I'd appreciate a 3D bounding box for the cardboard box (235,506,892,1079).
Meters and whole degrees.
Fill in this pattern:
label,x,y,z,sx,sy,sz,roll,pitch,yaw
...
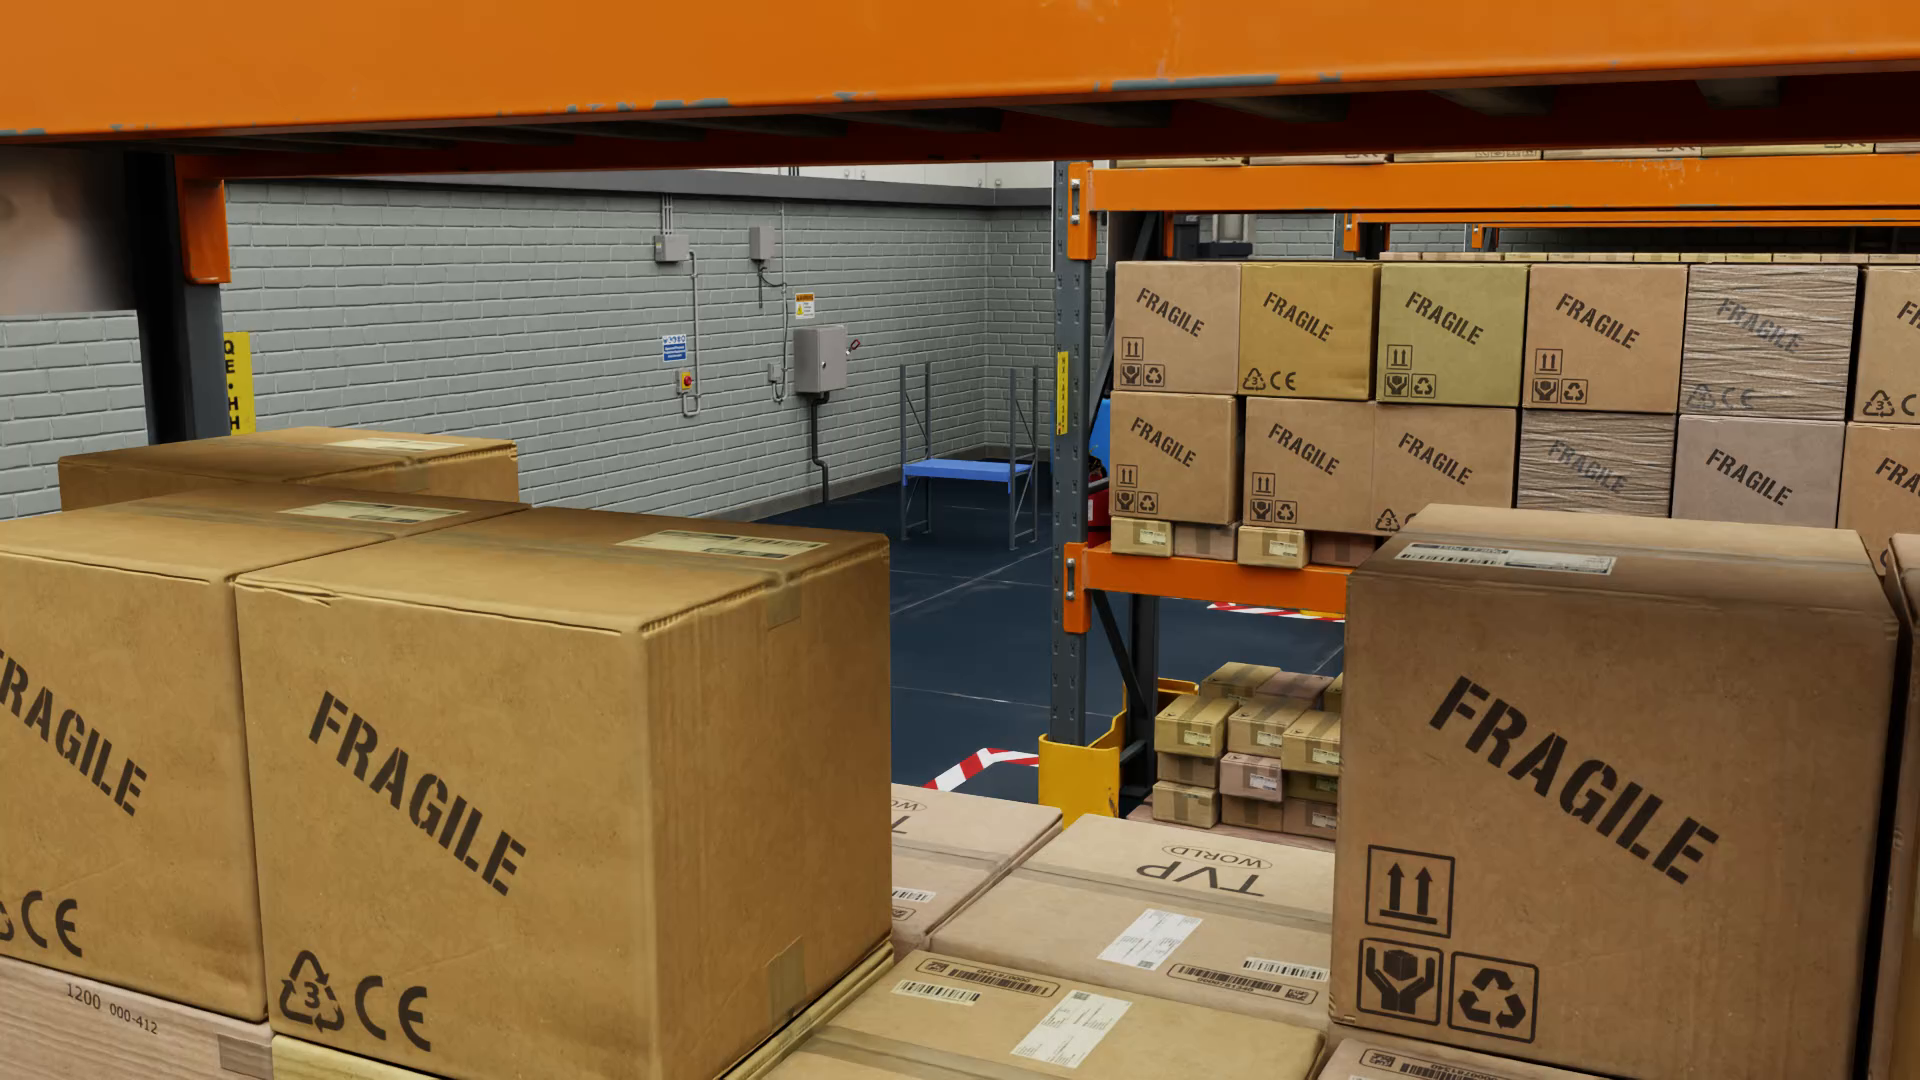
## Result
label,x,y,z,sx,sy,sz,roll,pitch,yaw
cardboard box,-0.410,0.260,1.853,0.500,0.500,0.500,5,11,24

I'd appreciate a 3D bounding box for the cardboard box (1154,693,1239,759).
label,x,y,z,sx,sy,sz,roll,pitch,yaw
cardboard box,0.968,0.756,6.786,0.250,0.149,0.380,4,11,23

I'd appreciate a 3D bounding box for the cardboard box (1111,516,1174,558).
label,x,y,z,sx,sy,sz,roll,pitch,yaw
cardboard box,0.794,-0.042,6.743,0.250,0.149,0.380,5,11,25

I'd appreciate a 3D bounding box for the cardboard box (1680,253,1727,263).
label,x,y,z,sx,sy,sz,roll,pitch,yaw
cardboard box,4.573,-1.688,10.225,0.250,0.149,0.380,5,11,26

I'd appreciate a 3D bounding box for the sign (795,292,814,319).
label,x,y,z,sx,sy,sz,roll,pitch,yaw
sign,-1.469,-2.220,15.755,0.001,0.242,0.339,5,11,26

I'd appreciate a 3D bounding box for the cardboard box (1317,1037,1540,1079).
label,x,y,z,sx,sy,sz,roll,pitch,yaw
cardboard box,0.515,0.710,1.469,0.500,0.250,0.500,5,12,27

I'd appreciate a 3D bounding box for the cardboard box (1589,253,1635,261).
label,x,y,z,sx,sy,sz,roll,pitch,yaw
cardboard box,4.101,-1.725,10.430,0.250,0.149,0.380,5,11,26

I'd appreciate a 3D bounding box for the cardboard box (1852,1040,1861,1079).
label,x,y,z,sx,sy,sz,roll,pitch,yaw
cardboard box,1.201,0.665,1.720,0.500,0.250,0.500,5,11,26

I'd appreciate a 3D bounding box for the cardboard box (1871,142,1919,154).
label,x,y,z,sx,sy,sz,roll,pitch,yaw
cardboard box,3.233,-1.367,5.358,0.500,0.250,0.500,5,11,26

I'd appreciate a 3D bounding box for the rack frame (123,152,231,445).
label,x,y,z,sx,sy,sz,roll,pitch,yaw
rack frame,-1.635,0.541,2.821,0.053,2.616,0.949,5,11,26

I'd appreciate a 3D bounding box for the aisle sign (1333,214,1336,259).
label,x,y,z,sx,sy,sz,roll,pitch,yaw
aisle sign,2.555,-2.280,11.107,0.004,0.787,0.394,5,11,26

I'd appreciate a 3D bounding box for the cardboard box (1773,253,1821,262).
label,x,y,z,sx,sy,sz,roll,pitch,yaw
cardboard box,5.035,-1.651,10.018,0.250,0.149,0.380,5,11,25

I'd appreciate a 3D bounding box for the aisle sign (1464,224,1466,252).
label,x,y,z,sx,sy,sz,roll,pitch,yaw
aisle sign,4.750,-3.072,15.484,0.004,0.787,0.394,5,11,26

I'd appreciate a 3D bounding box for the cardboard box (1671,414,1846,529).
label,x,y,z,sx,sy,sz,roll,pitch,yaw
cardboard box,2.766,-0.197,5.780,0.500,0.500,0.500,5,11,26

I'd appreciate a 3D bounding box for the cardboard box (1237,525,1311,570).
label,x,y,z,sx,sy,sz,roll,pitch,yaw
cardboard box,1.258,0.002,6.504,0.250,0.149,0.380,5,11,24

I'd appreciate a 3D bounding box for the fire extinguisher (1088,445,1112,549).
label,x,y,z,sx,sy,sz,roll,pitch,yaw
fire extinguisher,0.627,-0.115,7.708,0.183,0.674,0.296,5,11,26

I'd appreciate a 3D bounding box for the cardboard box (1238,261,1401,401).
label,x,y,z,sx,sy,sz,roll,pitch,yaw
cardboard box,1.389,-0.814,6.382,0.500,0.500,0.500,5,12,27

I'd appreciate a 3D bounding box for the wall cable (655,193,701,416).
label,x,y,z,sx,sy,sz,roll,pitch,yaw
wall cable,-2.319,-1.998,13.904,0.123,1.953,0.585,5,11,26

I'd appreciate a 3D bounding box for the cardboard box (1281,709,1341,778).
label,x,y,z,sx,sy,sz,roll,pitch,yaw
cardboard box,1.438,0.799,6.550,0.250,0.149,0.380,5,11,26

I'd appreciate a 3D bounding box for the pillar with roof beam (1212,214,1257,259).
label,x,y,z,sx,sy,sz,roll,pitch,yaw
pillar with roof beam,1.017,-4.456,13.581,0.400,9.000,9.100,5,11,26

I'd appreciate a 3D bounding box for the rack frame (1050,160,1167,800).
label,x,y,z,sx,sy,sz,roll,pitch,yaw
rack frame,0.648,-0.243,7.151,0.127,3.000,1.000,5,11,26

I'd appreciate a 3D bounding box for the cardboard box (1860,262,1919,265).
label,x,y,z,sx,sy,sz,roll,pitch,yaw
cardboard box,3.467,-0.728,5.908,0.500,0.500,0.500,5,11,24

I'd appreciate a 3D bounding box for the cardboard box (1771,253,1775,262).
label,x,y,z,sx,sy,sz,roll,pitch,yaw
cardboard box,5.261,-1.739,10.507,0.250,0.149,0.380,5,11,24

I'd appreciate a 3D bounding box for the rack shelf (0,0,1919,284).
label,x,y,z,sx,sy,sz,roll,pitch,yaw
rack shelf,0.157,-0.423,1.744,4.000,0.370,1.077,5,11,26

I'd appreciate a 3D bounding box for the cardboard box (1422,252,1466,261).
label,x,y,z,sx,sy,sz,roll,pitch,yaw
cardboard box,3.210,-1.821,10.957,0.250,0.149,0.380,5,12,27

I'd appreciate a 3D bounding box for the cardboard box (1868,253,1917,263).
label,x,y,z,sx,sy,sz,roll,pitch,yaw
cardboard box,5.510,-1.620,9.846,0.250,0.149,0.380,5,11,26

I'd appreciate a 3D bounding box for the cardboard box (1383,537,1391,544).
label,x,y,z,sx,sy,sz,roll,pitch,yaw
cardboard box,1.783,0.025,6.372,0.250,0.149,0.380,5,11,25

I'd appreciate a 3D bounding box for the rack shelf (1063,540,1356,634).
label,x,y,z,sx,sy,sz,roll,pitch,yaw
rack shelf,2.442,0.269,6.344,4.000,0.370,1.077,5,11,26

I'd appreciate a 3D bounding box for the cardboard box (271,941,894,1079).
label,x,y,z,sx,sy,sz,roll,pitch,yaw
cardboard box,-0.408,0.630,1.915,0.500,0.250,0.500,5,11,24

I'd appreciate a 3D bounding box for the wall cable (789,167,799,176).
label,x,y,z,sx,sy,sz,roll,pitch,yaw
wall cable,-0.876,-4.977,16.358,0.133,3.039,2.988,5,11,26

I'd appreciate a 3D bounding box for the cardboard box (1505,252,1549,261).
label,x,y,z,sx,sy,sz,roll,pitch,yaw
cardboard box,3.637,-1.764,10.644,0.250,0.149,0.380,5,11,24

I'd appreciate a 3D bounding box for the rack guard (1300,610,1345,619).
label,x,y,z,sx,sy,sz,roll,pitch,yaw
rack guard,2.726,0.187,11.796,0.348,0.500,1.175,5,11,26

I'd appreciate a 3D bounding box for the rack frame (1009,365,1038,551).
label,x,y,z,sx,sy,sz,roll,pitch,yaw
rack frame,0.532,-0.691,13.838,0.032,1.500,0.500,5,11,26

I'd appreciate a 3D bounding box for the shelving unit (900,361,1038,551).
label,x,y,z,sx,sy,sz,roll,pitch,yaw
shelving unit,0.076,-0.731,14.059,1.048,1.500,0.538,5,11,26

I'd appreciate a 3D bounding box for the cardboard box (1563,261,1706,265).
label,x,y,z,sx,sy,sz,roll,pitch,yaw
cardboard box,2.569,-0.814,6.380,0.500,0.500,0.500,5,11,24

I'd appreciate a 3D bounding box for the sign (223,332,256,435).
label,x,y,z,sx,sy,sz,roll,pitch,yaw
sign,-1.384,-0.231,3.166,0.005,0.325,0.100,5,11,26

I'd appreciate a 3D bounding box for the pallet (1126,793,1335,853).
label,x,y,z,sx,sy,sz,roll,pitch,yaw
pallet,1.429,1.205,6.981,1.213,0.211,1.003,5,11,26

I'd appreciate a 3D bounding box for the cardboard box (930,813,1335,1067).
label,x,y,z,sx,sy,sz,roll,pitch,yaw
cardboard box,0.295,0.585,2.162,0.500,0.250,0.500,5,11,26

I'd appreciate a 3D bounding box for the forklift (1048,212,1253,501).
label,x,y,z,sx,sy,sz,roll,pitch,yaw
forklift,2.186,-1.905,16.528,1.130,2.935,3.031,9,13,40

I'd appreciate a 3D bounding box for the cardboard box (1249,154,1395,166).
label,x,y,z,sx,sy,sz,roll,pitch,yaw
cardboard box,1.408,-1.527,6.243,0.500,0.250,0.500,5,12,28

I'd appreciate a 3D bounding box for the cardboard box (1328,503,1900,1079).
label,x,y,z,sx,sy,sz,roll,pitch,yaw
cardboard box,0.727,0.256,1.874,0.500,0.500,0.500,5,11,24

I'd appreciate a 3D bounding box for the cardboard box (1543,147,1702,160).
label,x,y,z,sx,sy,sz,roll,pitch,yaw
cardboard box,2.334,-1.446,5.796,0.500,0.250,0.500,5,11,26

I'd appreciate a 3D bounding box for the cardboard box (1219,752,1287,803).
label,x,y,z,sx,sy,sz,roll,pitch,yaw
cardboard box,1.225,0.920,6.717,0.250,0.149,0.380,5,11,26

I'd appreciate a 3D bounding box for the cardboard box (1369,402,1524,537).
label,x,y,z,sx,sy,sz,roll,pitch,yaw
cardboard box,1.854,-0.280,6.241,0.500,0.500,0.500,5,11,27

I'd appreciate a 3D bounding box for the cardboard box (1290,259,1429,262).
label,x,y,z,sx,sy,sz,roll,pitch,yaw
cardboard box,1.623,-0.894,6.826,0.500,0.500,0.500,5,11,24

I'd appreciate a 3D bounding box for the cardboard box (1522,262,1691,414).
label,x,y,z,sx,sy,sz,roll,pitch,yaw
cardboard box,2.304,-0.730,5.917,0.500,0.500,0.500,5,11,24

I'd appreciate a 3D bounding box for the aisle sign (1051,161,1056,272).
label,x,y,z,sx,sy,sz,roll,pitch,yaw
aisle sign,0.450,-1.480,6.686,0.004,0.787,0.394,5,11,26

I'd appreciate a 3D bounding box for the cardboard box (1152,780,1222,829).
label,x,y,z,sx,sy,sz,roll,pitch,yaw
cardboard box,0.977,1.046,6.856,0.250,0.149,0.380,5,12,27

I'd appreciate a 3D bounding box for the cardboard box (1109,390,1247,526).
label,x,y,z,sx,sy,sz,roll,pitch,yaw
cardboard box,0.929,-0.359,6.676,0.500,0.500,0.500,6,12,29

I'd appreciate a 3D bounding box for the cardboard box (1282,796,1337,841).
label,x,y,z,sx,sy,sz,roll,pitch,yaw
cardboard box,1.473,1.072,6.713,0.250,0.149,0.380,5,11,26

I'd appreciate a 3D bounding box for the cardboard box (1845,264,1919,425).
label,x,y,z,sx,sy,sz,roll,pitch,yaw
cardboard box,3.228,-0.649,5.471,0.500,0.500,0.500,5,11,24

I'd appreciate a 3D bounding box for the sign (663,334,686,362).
label,x,y,z,sx,sy,sz,roll,pitch,yaw
sign,-2.395,-1.612,13.957,0.001,0.218,0.327,5,11,26

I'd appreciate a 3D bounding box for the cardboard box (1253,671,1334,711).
label,x,y,z,sx,sy,sz,roll,pitch,yaw
cardboard box,1.435,0.691,7.147,0.250,0.149,0.380,5,12,27
